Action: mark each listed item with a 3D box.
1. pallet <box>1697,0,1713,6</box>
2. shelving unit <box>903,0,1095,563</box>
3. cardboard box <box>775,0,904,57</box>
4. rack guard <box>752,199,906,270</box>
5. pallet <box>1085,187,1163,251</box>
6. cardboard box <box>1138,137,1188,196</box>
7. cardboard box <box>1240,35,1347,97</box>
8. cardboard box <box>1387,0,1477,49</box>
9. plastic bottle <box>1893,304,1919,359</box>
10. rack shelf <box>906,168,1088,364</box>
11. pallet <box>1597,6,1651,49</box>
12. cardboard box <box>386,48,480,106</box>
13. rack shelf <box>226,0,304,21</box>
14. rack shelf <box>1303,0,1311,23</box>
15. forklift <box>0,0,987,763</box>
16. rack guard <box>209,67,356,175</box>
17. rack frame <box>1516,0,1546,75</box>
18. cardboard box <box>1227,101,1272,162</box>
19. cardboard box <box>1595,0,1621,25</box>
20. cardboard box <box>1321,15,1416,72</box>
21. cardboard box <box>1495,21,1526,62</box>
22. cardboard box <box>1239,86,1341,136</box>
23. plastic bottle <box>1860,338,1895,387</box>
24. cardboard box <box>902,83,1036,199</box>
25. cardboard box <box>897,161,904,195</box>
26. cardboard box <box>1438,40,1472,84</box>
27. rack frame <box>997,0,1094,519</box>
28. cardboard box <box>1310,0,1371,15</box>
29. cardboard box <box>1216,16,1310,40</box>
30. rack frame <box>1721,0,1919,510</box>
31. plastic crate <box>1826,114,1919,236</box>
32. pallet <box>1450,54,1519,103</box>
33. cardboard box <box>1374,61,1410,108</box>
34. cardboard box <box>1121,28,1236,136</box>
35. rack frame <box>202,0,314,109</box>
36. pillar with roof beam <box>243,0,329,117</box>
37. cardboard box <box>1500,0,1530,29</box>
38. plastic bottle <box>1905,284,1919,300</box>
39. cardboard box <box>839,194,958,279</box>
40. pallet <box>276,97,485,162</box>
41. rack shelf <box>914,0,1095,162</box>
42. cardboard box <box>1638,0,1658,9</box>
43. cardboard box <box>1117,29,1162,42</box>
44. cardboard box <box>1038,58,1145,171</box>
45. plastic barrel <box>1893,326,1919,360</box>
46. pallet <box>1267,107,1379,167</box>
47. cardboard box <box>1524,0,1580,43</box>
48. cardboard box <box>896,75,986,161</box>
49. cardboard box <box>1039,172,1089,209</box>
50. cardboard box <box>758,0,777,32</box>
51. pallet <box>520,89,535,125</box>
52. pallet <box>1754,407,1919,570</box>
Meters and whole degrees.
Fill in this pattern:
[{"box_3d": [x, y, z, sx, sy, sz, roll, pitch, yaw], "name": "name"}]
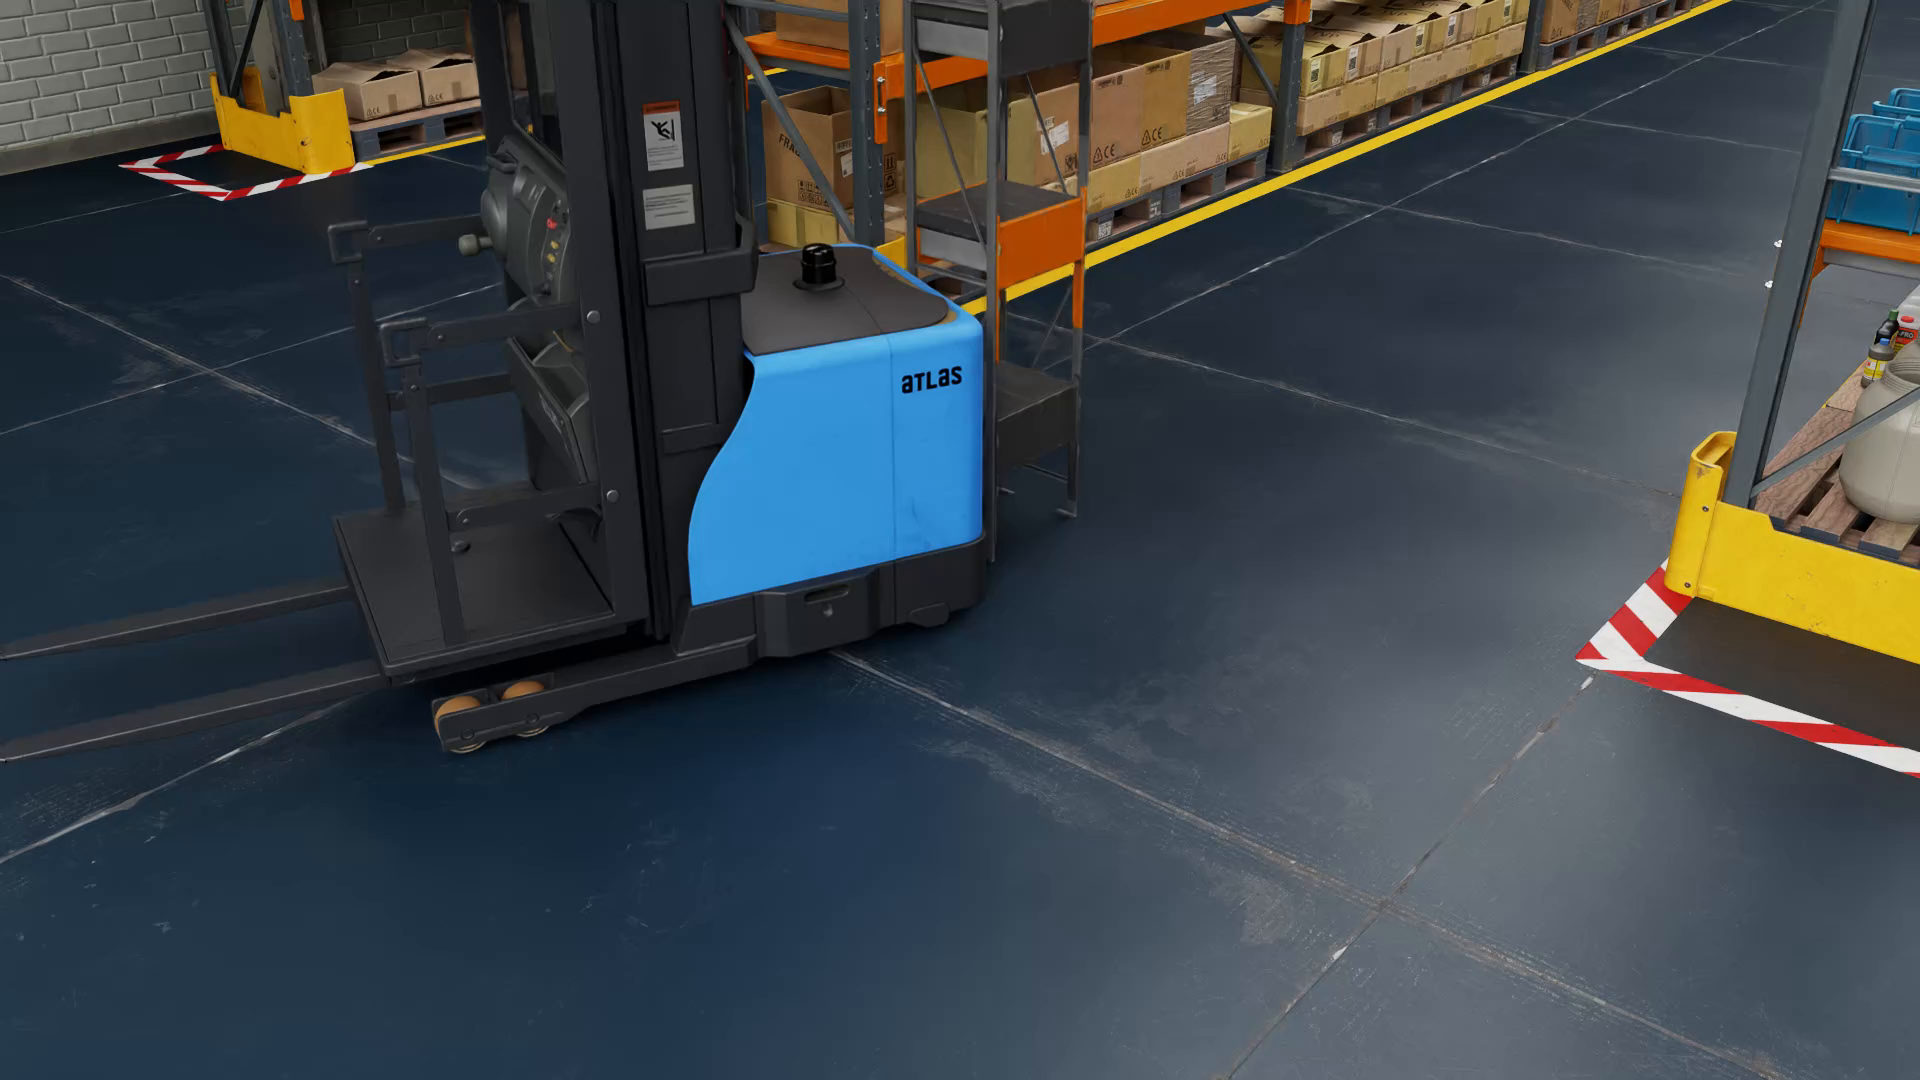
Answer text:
[{"box_3d": [7.288, -5.724, 17.085, 1.003, 0.211, 1.213, 21, 34, 34], "name": "pallet"}, {"box_3d": [0.131, -0.994, 5.885, 0.431, 2.100, 0.503, 22, 35, 36], "name": "shelving unit"}, {"box_3d": [-0.475, -2.671, 8.040, 0.700, 0.500, 0.500, 21, 34, 34], "name": "cardboard box"}, {"box_3d": [-0.797, -1.346, 8.308, 1.175, 0.500, 0.348, 21, 34, 34], "name": "rack guard"}, {"box_3d": [0.448, -1.940, 9.771, 1.003, 0.211, 1.213, 21, 34, 34], "name": "pallet"}, {"box_3d": [1.003, -2.264, 9.898, 0.500, 0.250, 0.500, 21, 34, 34], "name": "cardboard box"}, {"box_3d": [2.217, -3.171, 11.041, 0.500, 0.311, 0.500, 21, 34, 35], "name": "cardboard box"}, {"box_3d": [3.514, -3.894, 12.437, 0.500, 0.311, 0.500, 20, 34, 34], "name": "cardboard box"}, {"box_3d": [4.049, -0.862, 7.138, 0.152, 0.276, 0.135, 21, 34, 35], "name": "plastic bottle"}, {"box_3d": [0.131, -0.982, 5.891, 0.431, 0.518, 0.480, 22, 35, 36], "name": "rack shelf"}, {"box_3d": [5.587, -4.747, 15.197, 1.003, 0.211, 1.213, 21, 34, 34], "name": "pallet"}, {"box_3d": [-3.735, -3.334, 11.877, 0.500, 0.311, 0.500, 24, 36, 38], "name": "cardboard box"}, {"box_3d": [-3.335, -4.301, 12.082, 1.077, 0.370, 4.000, 21, 34, 34], "name": "rack shelf"}, {"box_3d": [3.034, -4.273, 12.028, 1.077, 0.370, 4.000, 21, 34, 34], "name": "rack shelf"}, {"box_3d": [-1.464, -0.938, 4.873, 3.031, 2.935, 1.130, -13, 30, -23], "name": "forklift"}, {"box_3d": [-4.559, -2.828, 11.173, 1.175, 0.500, 0.348, 21, 34, 34], "name": "rack guard"}, {"box_3d": [4.306, -5.301, 13.233, 1.000, 3.000, 0.127, 21, 34, 34], "name": "rack frame"}, {"box_3d": [1.636, -2.620, 10.586, 0.500, 0.250, 0.500, 21, 34, 34], "name": "cardboard box"}, {"box_3d": [5.468, -4.828, 14.560, 0.500, 0.500, 0.500, 20, 34, 34], "name": "cardboard box"}, {"box_3d": [2.868, -3.531, 11.736, 0.500, 0.311, 0.500, 19, 33, 33], "name": "cardboard box"}, {"box_3d": [4.160, -4.009, 13.270, 0.500, 0.250, 0.500, 22, 34, 36], "name": "cardboard box"}, {"box_3d": [2.210, -2.919, 11.163, 0.500, 0.250, 0.500, 20, 33, 33], "name": "cardboard box"}, {"box_3d": [3.868, -0.748, 6.998, 0.097, 0.201, 0.097, 0, 27, 0], "name": "plastic bottle"}, {"box_3d": [0.047, -2.066, 8.699, 0.500, 0.500, 0.500, 21, 34, 34], "name": "cardboard box"}, {"box_3d": [-0.360, -1.887, 9.169, 0.500, 0.250, 0.500, 21, 34, 34], "name": "cardboard box"}, {"box_3d": [3.513, -3.648, 12.572, 0.500, 0.250, 0.500, 22, 34, 36], "name": "cardboard box"}, {"box_3d": [0.293, -1.078, 6.047, 0.400, 2.100, 0.015, 22, 35, 36], "name": "rack frame"}, {"box_3d": [2.766, -3.864, 12.381, 0.500, 0.311, 0.500, 20, 34, 34], "name": "cardboard box"}, {"box_3d": [2.125, -3.511, 11.698, 0.500, 0.311, 0.500, 22, 34, 36], "name": "cardboard box"}, {"box_3d": [3.038, -1.016, 4.949, 1.000, 3.000, 0.127, 21, 34, 34], "name": "rack frame"}, {"box_3d": [3.125, -1.215, 5.496, 0.499, 0.251, 0.616, 21, 34, 34], "name": "plastic crate"}, {"box_3d": [3.753, -3.782, 13.332, 1.003, 0.211, 1.213, 21, 34, 34], "name": "pallet"}, {"box_3d": [2.863, -3.284, 11.870, 0.500, 0.250, 0.500, 20, 33, 33], "name": "cardboard box"}, {"box_3d": [1.309, -2.779, 10.077, 0.500, 0.500, 0.500, 21, 34, 34], "name": "cardboard box"}, {"box_3d": [-4.607, -3.911, 10.546, 1.000, 3.000, 0.127, 21, 34, 34], "name": "rack frame"}, {"box_3d": [-1.507, -5.819, 7.704, 9.100, 9.000, 0.400, 21, 34, 34], "name": "pillar with roof beam"}, {"box_3d": [4.163, -4.258, 13.141, 0.500, 0.311, 0.500, 22, 34, 36], "name": "cardboard box"}, {"box_3d": [4.239, -1.005, 7.331, 0.144, 0.351, 0.185, 22, 35, 36], "name": "plastic bottle"}, {"box_3d": [-0.269, -1.555, 8.527, 0.500, 0.250, 0.500, 21, 34, 34], "name": "cardboard box"}, {"box_3d": [-4.015, -2.977, 11.776, 1.003, 0.211, 1.213, 21, 34, 34], "name": "pallet"}, {"box_3d": [0.130, -1.604, 5.571, 0.431, 0.518, 0.480, 22, 35, 36], "name": "rack shelf"}, {"box_3d": [6.118, -5.195, 15.270, 0.500, 0.500, 0.500, 21, 34, 35], "name": "cardboard box"}, {"box_3d": [0.914, -2.929, 10.367, 0.500, 0.500, 0.500, 21, 34, 34], "name": "cardboard box"}, {"box_3d": [0.687, -2.419, 9.382, 0.500, 0.500, 0.500, 21, 34, 34], "name": "cardboard box"}, {"box_3d": [3.716, -0.531, 6.262, 0.421, 0.512, 0.421, 0, 27, 0], "name": "plastic barrel"}, {"box_3d": [2.201, -2.917, 11.659, 1.003, 0.211, 1.213, 21, 34, 34], "name": "pallet"}, {"box_3d": [4.816, -4.464, 13.857, 0.500, 0.500, 0.500, 22, 35, 36], "name": "cardboard box"}, {"box_3d": [-0.046, -2.399, 9.343, 0.500, 0.500, 0.500, 21, 34, 34], "name": "cardboard box"}, {"box_3d": [0.364, -1.911, 9.215, 0.500, 0.250, 0.500, 21, 34, 34], "name": "cardboard box"}, {"box_3d": [-1.607, -4.681, 14.275, 0.700, 0.500, 0.500, 22, 35, 36], "name": "cardboard box"}, {"box_3d": [-3.238, -3.408, 12.608, 1.003, 0.211, 1.213, 21, 34, 34], "name": "pallet"}, {"box_3d": [3.571, -0.105, 6.222, 1.003, 0.211, 1.213, 21, 34, 34], "name": "pallet"}]
